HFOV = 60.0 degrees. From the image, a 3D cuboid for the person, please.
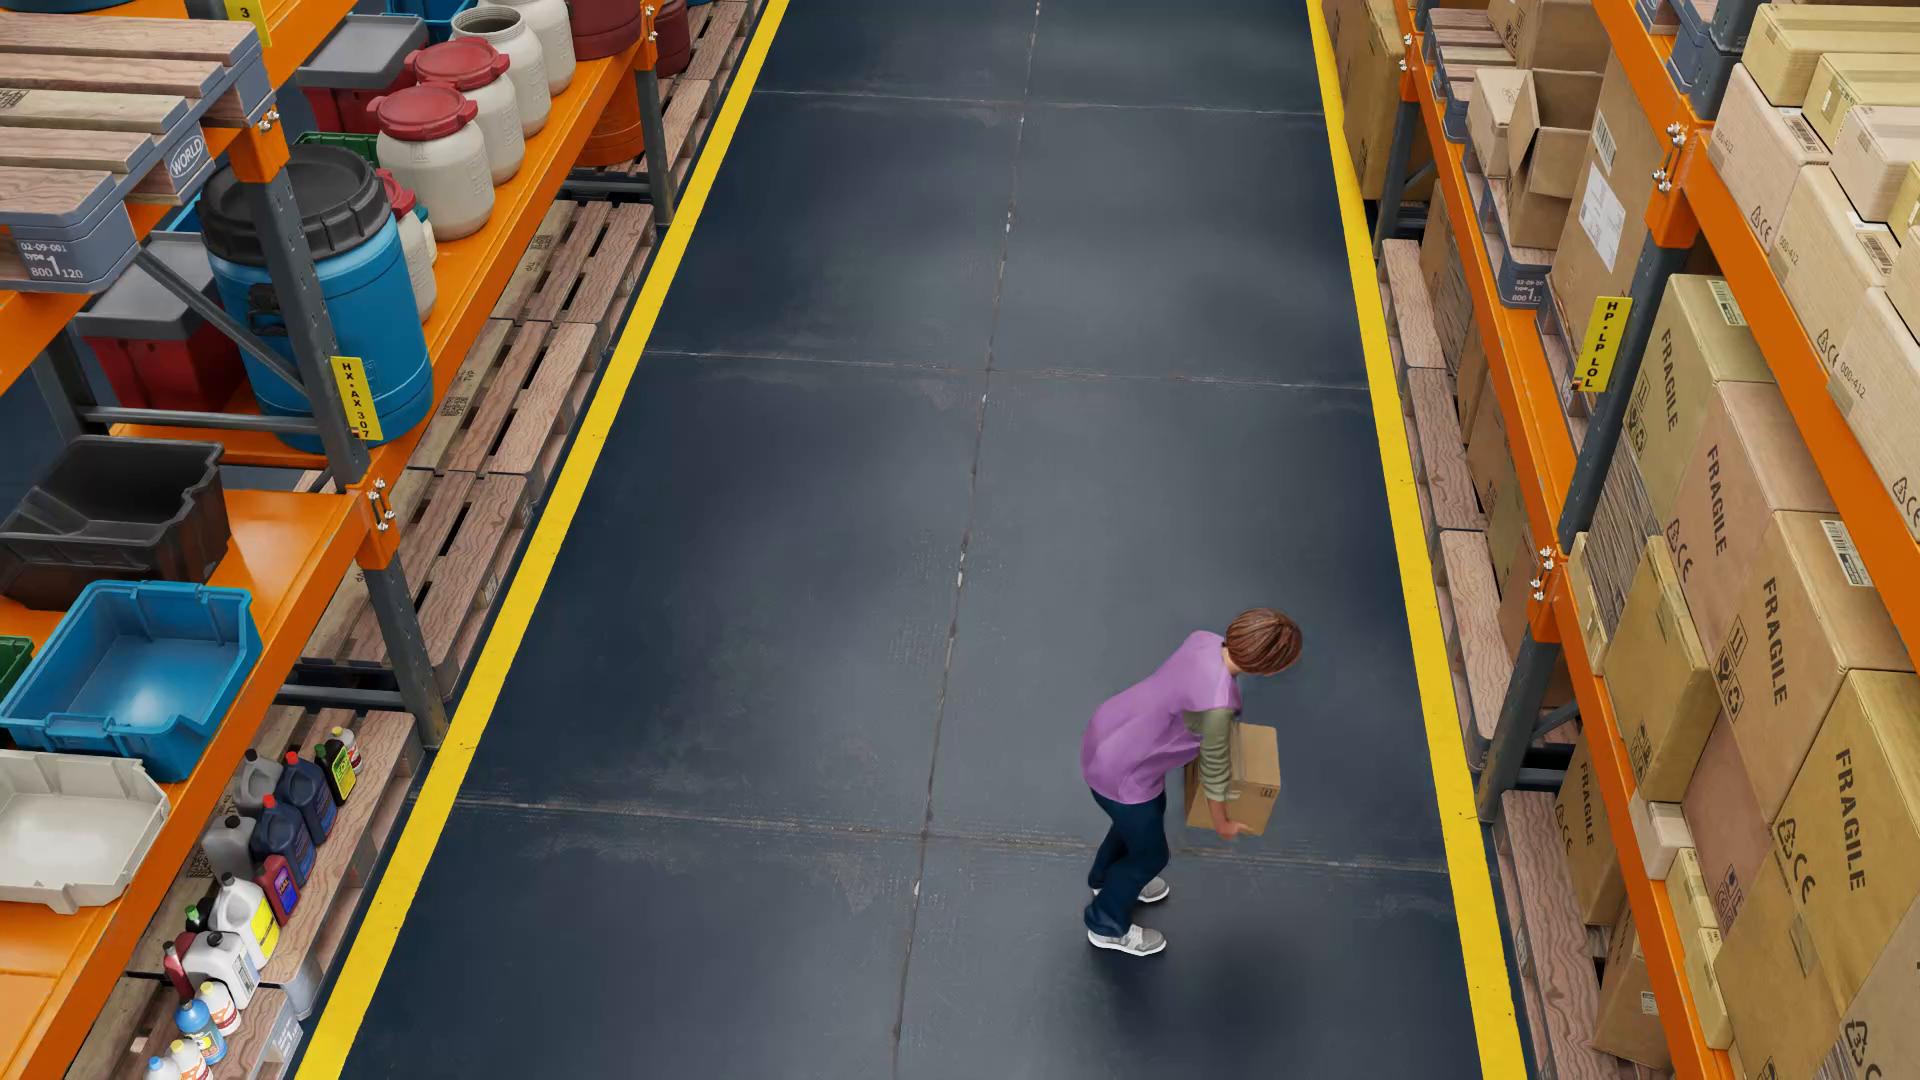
[{"bbox_3d":[0.649,0.719,5.330,0.501,1.600,0.375,3,41,3],"label":"person"}]
